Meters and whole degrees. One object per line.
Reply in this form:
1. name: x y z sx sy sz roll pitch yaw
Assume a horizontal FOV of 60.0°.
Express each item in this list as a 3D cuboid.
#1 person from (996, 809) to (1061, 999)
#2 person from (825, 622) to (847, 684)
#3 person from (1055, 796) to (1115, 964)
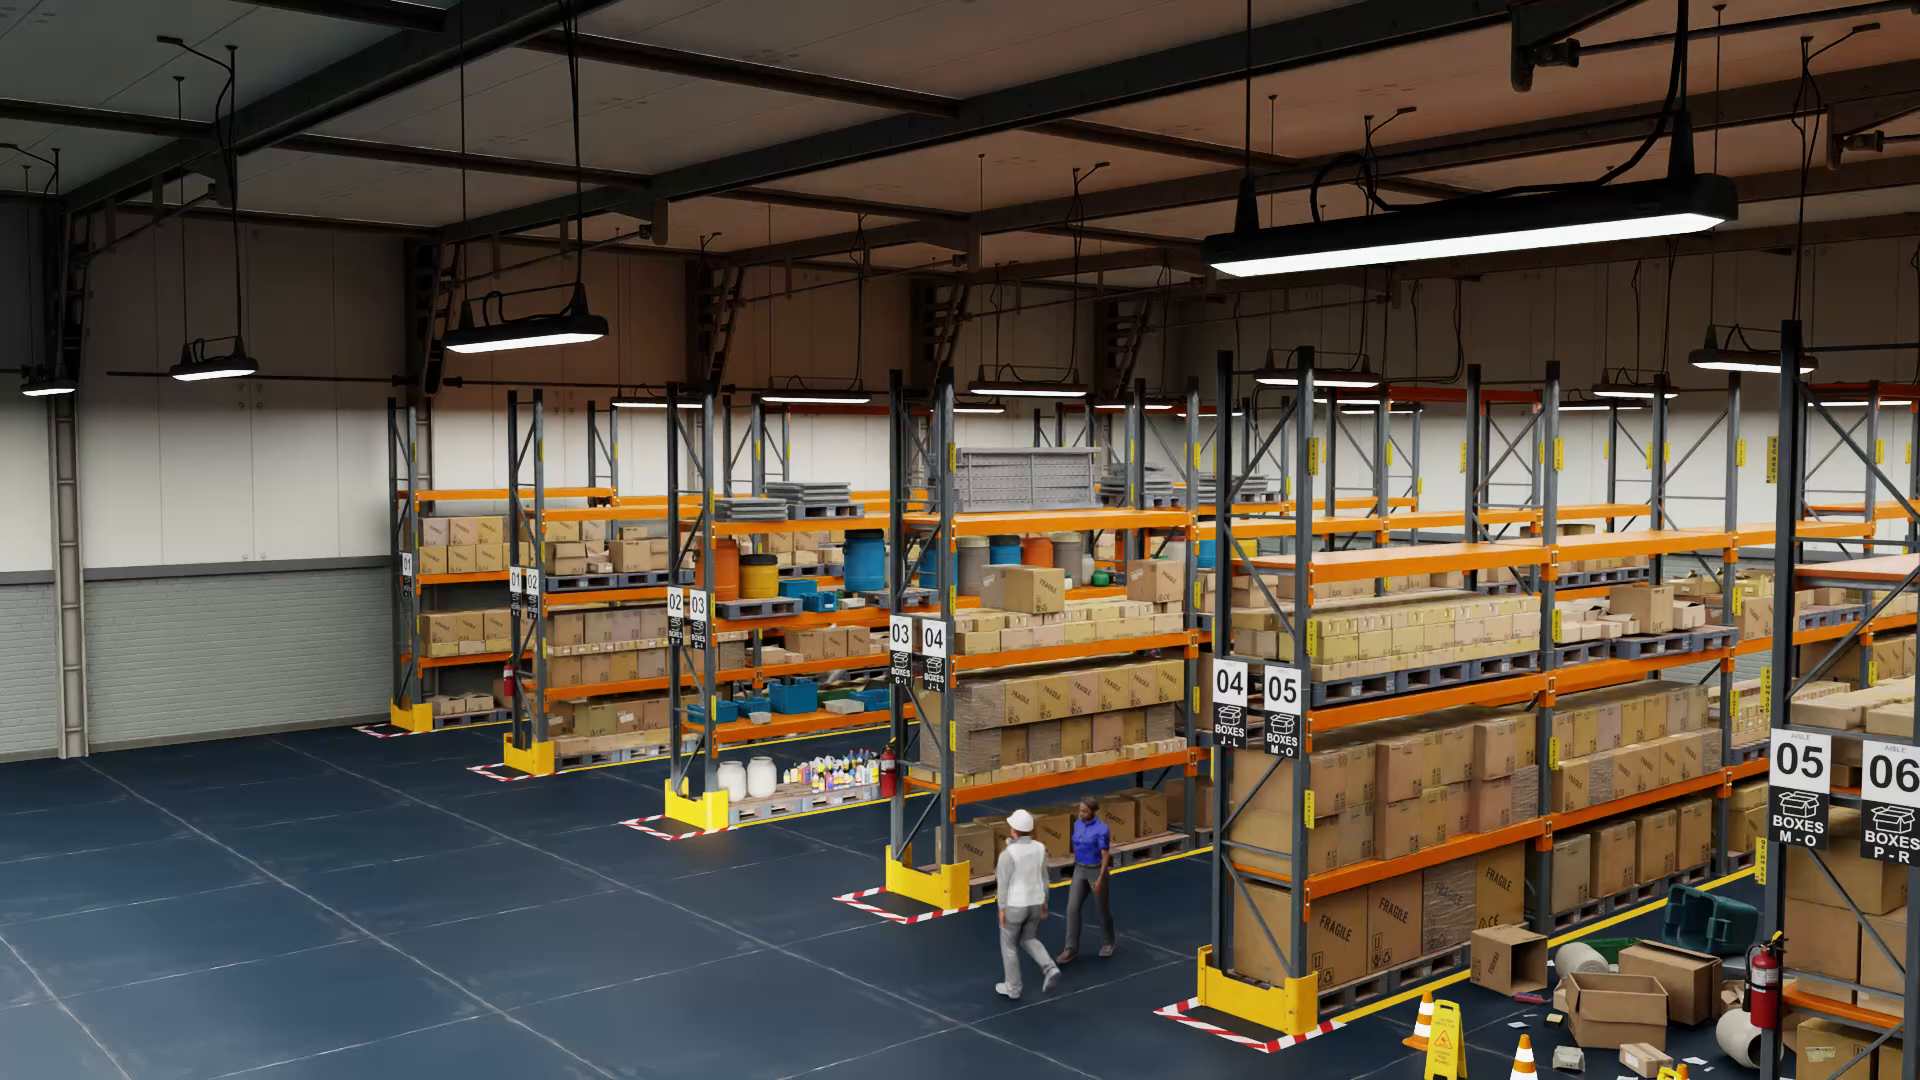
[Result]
1. person: 0.595 3.371 15.368 0.542 1.762 0.664 -3 4 -41
2. person: -2.613 2.320 34.378 0.462 1.662 0.508 -2 4 -32
3. person: 1.285 3.363 16.601 0.498 1.640 0.759 3 4 40
